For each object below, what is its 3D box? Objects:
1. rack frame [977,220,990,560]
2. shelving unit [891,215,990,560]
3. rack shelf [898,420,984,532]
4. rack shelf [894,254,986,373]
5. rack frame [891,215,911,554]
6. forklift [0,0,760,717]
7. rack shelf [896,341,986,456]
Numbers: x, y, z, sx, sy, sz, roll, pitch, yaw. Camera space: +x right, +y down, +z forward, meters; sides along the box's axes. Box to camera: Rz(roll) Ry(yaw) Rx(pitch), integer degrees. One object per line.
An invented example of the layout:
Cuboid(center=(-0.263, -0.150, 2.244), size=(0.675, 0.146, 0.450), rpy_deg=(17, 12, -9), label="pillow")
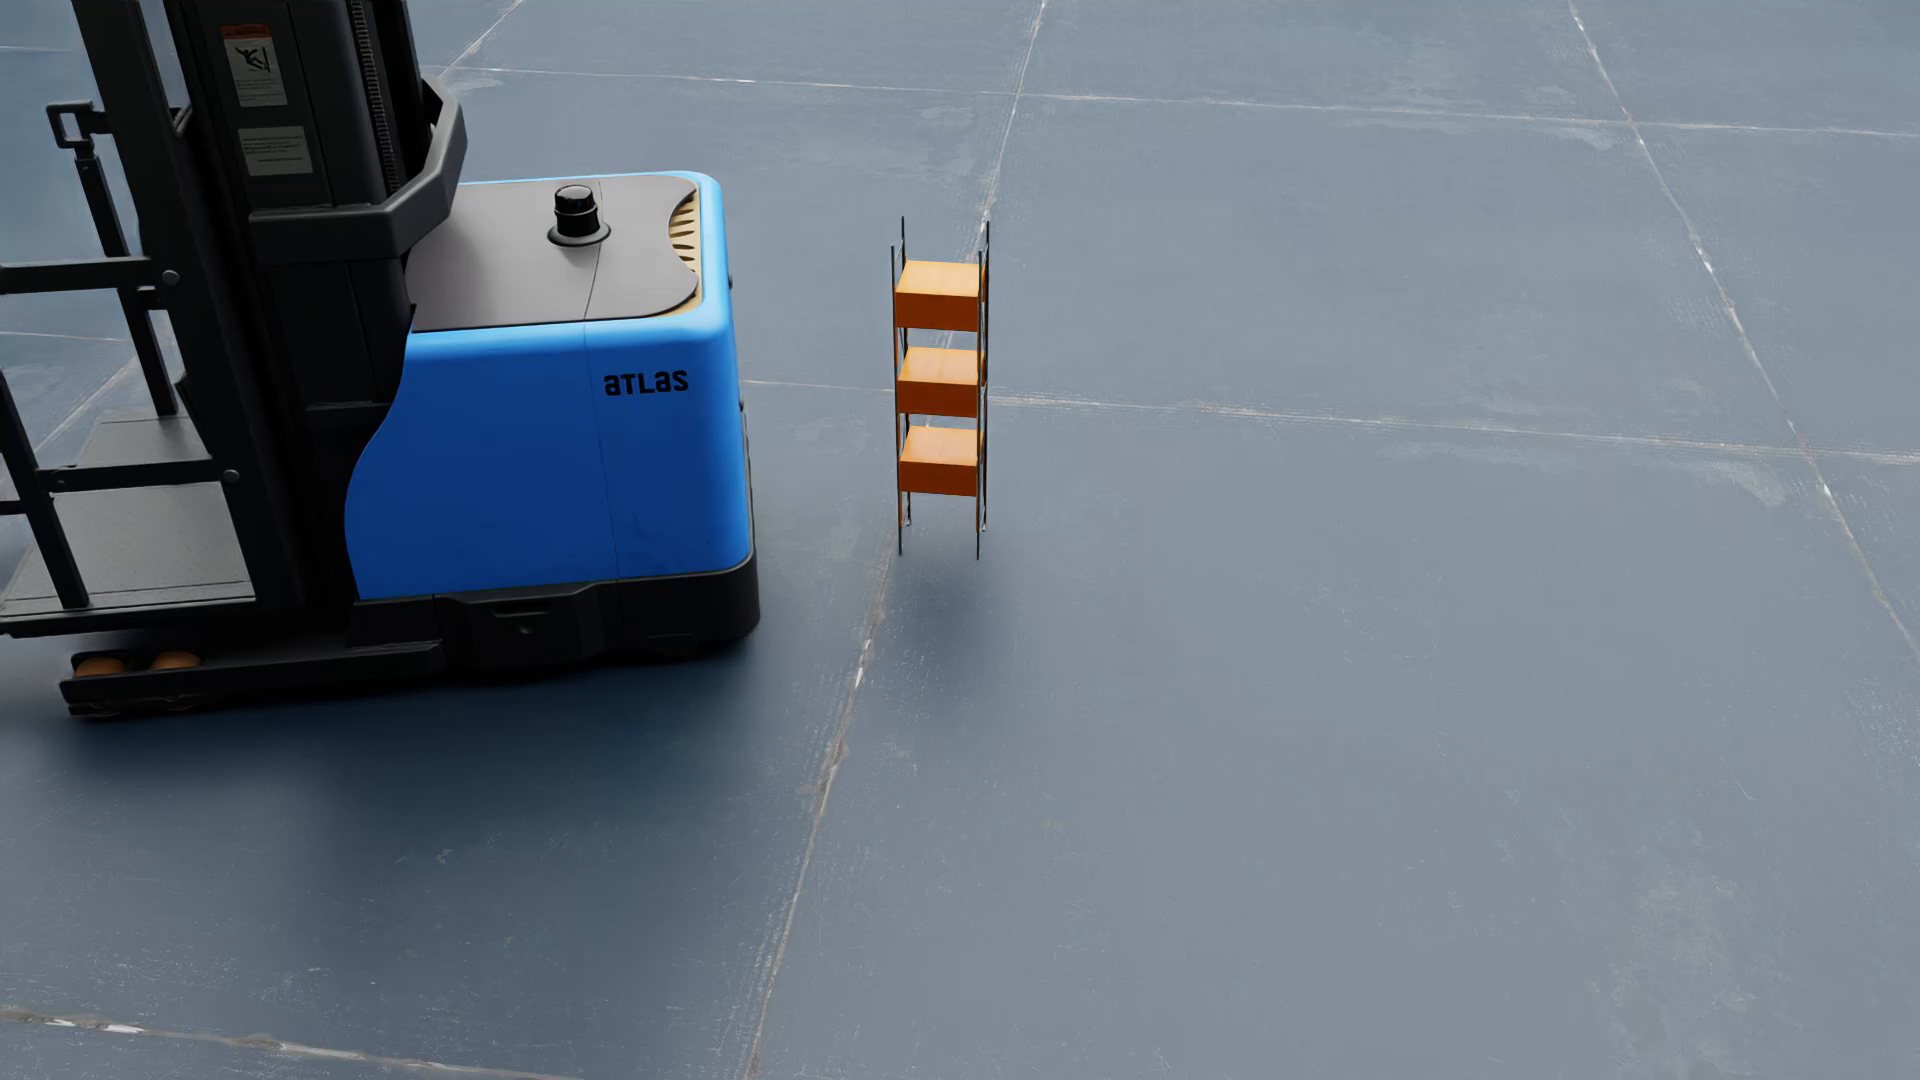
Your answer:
Cuboid(center=(0.068, -0.422, 4.938), size=(0.008, 1.050, 0.200), rpy_deg=(4, 36, 6), label="rack frame")
Cuboid(center=(-0.053, -0.431, 4.951), size=(0.252, 1.050, 0.215), rpy_deg=(4, 36, 6), label="shelving unit")
Cuboid(center=(-0.053, -0.196, 5.118), size=(0.240, 0.259, 0.215), rpy_deg=(4, 36, 6), label="rack shelf")
Cuboid(center=(-0.053, -0.654, 4.792), size=(0.240, 0.259, 0.215), rpy_deg=(4, 36, 6), label="rack shelf")
Cuboid(center=(-0.174, -0.440, 4.963), size=(0.008, 1.050, 0.200), rpy_deg=(4, 36, 6), label="rack frame")
Cuboid(center=(-2.138, -1.035, 4.177), size=(3.031, 2.935, 1.130), rpy_deg=(-5, 36, -6), label="forklift")
Cuboid(center=(-0.053, -0.423, 4.957), size=(0.240, 0.259, 0.215), rpy_deg=(4, 36, 6), label="rack shelf")
